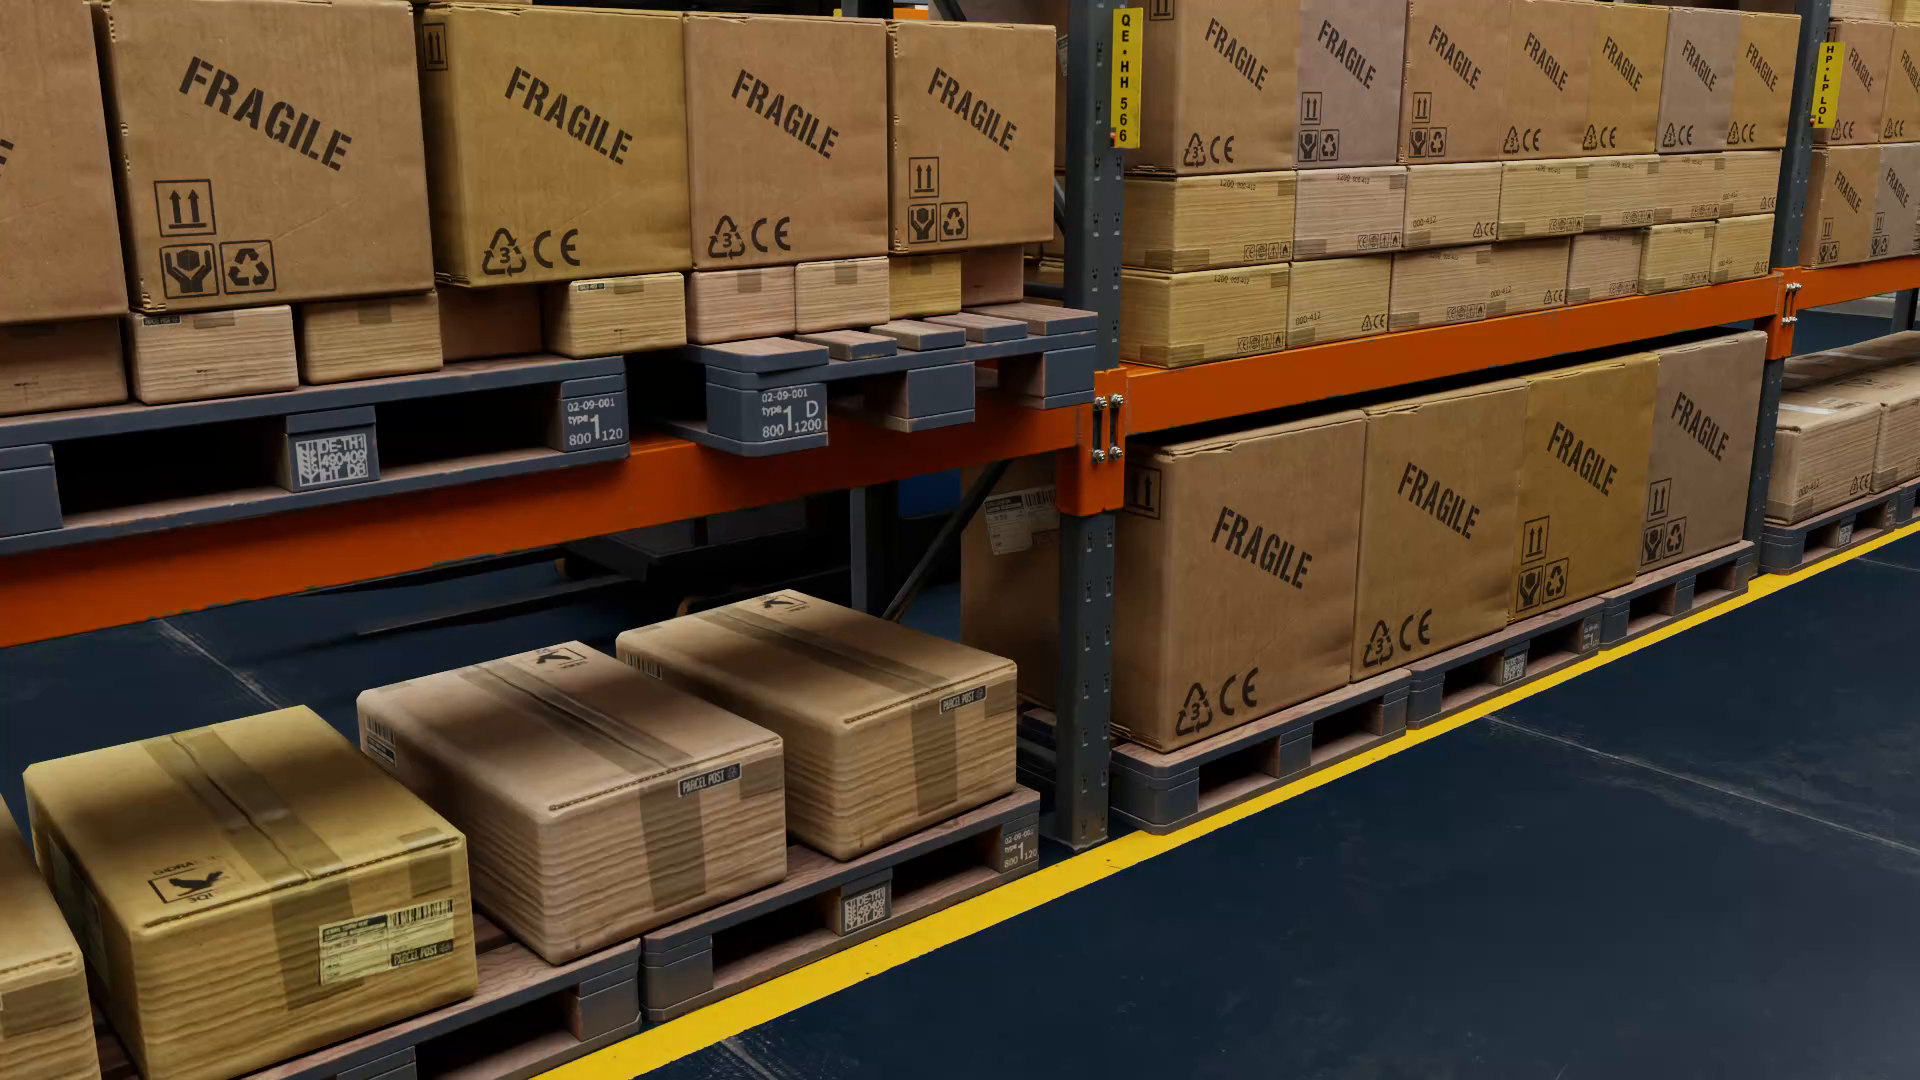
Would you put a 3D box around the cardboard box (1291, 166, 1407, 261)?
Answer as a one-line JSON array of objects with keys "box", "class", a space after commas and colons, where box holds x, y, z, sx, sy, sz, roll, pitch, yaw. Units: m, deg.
[{"box": [0.972, -0.992, 4.975, 0.500, 0.250, 0.500, -12, 19, -38], "class": "cardboard box"}]

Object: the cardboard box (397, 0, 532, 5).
[{"box": [-1.012, -1.074, 3.119, 0.250, 0.149, 0.380, -14, 20, -42], "class": "cardboard box"}]

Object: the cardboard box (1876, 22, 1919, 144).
[{"box": [3.957, -2.025, 7.388, 0.500, 0.500, 0.500, -13, 20, -40], "class": "cardboard box"}]

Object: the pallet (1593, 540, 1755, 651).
[{"box": [2.521, 0.117, 6.904, 1.213, 0.211, 1.003, -13, 19, -39], "class": "pallet"}]

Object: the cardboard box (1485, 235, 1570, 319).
[{"box": [1.716, -0.922, 5.680, 0.500, 0.250, 0.500, -13, 19, -39], "class": "cardboard box"}]

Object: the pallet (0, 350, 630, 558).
[{"box": [-1.430, -0.262, 3.291, 1.213, 0.211, 1.003, -13, 19, -39], "class": "pallet"}]

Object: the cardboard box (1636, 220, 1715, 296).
[{"box": [2.496, -1.092, 6.317, 0.500, 0.250, 0.500, -13, 20, -40], "class": "cardboard box"}]

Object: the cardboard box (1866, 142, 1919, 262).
[{"box": [3.962, -1.537, 7.498, 0.500, 0.500, 0.500, -12, 19, -39], "class": "cardboard box"}]

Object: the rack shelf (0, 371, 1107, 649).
[{"box": [-1.472, -0.012, 3.376, 4.000, 0.370, 1.077, -13, 19, -39], "class": "rack shelf"}]

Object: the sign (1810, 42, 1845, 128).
[{"box": [3.418, -1.793, 6.560, 0.005, 0.325, 0.100, -13, 19, -39], "class": "sign"}]

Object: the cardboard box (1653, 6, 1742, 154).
[{"box": [2.496, -1.694, 6.147, 0.500, 0.500, 0.500, -12, 19, -38], "class": "cardboard box"}]

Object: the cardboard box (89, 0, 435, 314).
[{"box": [-1.299, -0.694, 2.953, 0.500, 0.500, 0.500, -14, 20, -42], "class": "cardboard box"}]

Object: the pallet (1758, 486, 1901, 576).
[{"box": [3.679, -0.142, 7.874, 1.213, 0.211, 1.003, -13, 19, -39], "class": "pallet"}]

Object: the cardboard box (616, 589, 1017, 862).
[{"box": [-0.396, 0.462, 4.485, 0.625, 0.372, 0.950, -14, 21, -43], "class": "cardboard box"}]

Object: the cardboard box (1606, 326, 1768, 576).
[{"box": [2.639, -0.432, 6.857, 0.875, 0.875, 0.875, -12, 19, -38], "class": "cardboard box"}]

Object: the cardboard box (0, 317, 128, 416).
[{"box": [-1.590, -0.315, 2.789, 0.250, 0.149, 0.380, -12, 19, -39], "class": "cardboard box"}]

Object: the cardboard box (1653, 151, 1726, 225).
[{"box": [2.509, -1.337, 6.264, 0.500, 0.250, 0.500, -12, 19, -38], "class": "cardboard box"}]

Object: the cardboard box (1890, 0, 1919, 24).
[{"box": [4.038, -2.352, 7.354, 0.250, 0.149, 0.380, -13, 20, -40], "class": "cardboard box"}]

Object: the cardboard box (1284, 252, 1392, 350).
[{"box": [0.947, -0.750, 5.036, 0.500, 0.250, 0.500, -13, 20, -41], "class": "cardboard box"}]

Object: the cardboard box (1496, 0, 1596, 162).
[{"box": [1.720, -1.521, 5.500, 0.500, 0.500, 0.500, -12, 19, -38], "class": "cardboard box"}]

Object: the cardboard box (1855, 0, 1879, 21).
[{"box": [3.645, -2.270, 7.048, 0.250, 0.149, 0.380, -12, 19, -39], "class": "cardboard box"}]

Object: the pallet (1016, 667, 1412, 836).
[{"box": [0.681, 0.530, 5.357, 1.213, 0.211, 1.003, -13, 19, -39], "class": "pallet"}]

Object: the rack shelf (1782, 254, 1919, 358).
[{"box": [4.563, -1.367, 8.450, 4.000, 0.370, 1.077, -13, 19, -39], "class": "rack shelf"}]

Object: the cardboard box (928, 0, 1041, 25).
[{"box": [0.255, -1.368, 4.928, 0.500, 0.500, 0.500, -13, 20, -41], "class": "cardboard box"}]

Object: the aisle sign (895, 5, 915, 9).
[{"box": [-0.576, -5.309, 16.777, 0.004, 0.787, 0.394, -13, 19, -39], "class": "aisle sign"}]

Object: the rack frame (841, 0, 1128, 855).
[{"box": [0.037, -0.698, 4.552, 0.127, 3.000, 1.000, -13, 19, -39], "class": "rack frame"}]

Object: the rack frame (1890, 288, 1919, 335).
[{"box": [6.072, -2.053, 9.625, 0.127, 3.000, 1.000, -13, 19, -39], "class": "rack frame"}]

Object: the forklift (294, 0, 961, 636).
[{"box": [-1.103, -1.194, 6.541, 3.031, 2.935, 1.130, -12, 19, -38], "class": "forklift"}]

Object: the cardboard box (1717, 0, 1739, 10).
[{"box": [3.348, -2.358, 7.378, 0.250, 0.149, 0.380, -12, 19, -38], "class": "cardboard box"}]

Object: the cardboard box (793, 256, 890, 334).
[{"box": [-0.372, -0.568, 3.735, 0.250, 0.149, 0.380, -13, 20, -40], "class": "cardboard box"}]

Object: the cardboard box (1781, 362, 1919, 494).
[{"box": [4.273, -0.578, 8.253, 0.875, 0.438, 0.875, -13, 20, -41], "class": "cardboard box"}]

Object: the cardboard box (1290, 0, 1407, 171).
[{"box": [0.937, -1.351, 4.866, 0.500, 0.500, 0.500, -13, 19, -39], "class": "cardboard box"}]

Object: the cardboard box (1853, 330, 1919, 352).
[{"box": [5.639, -0.887, 9.410, 0.875, 0.438, 0.875, -14, 20, -41], "class": "cardboard box"}]

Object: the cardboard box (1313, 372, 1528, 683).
[{"box": [1.288, -0.126, 5.712, 0.875, 0.875, 0.875, -12, 19, -39], "class": "cardboard box"}]

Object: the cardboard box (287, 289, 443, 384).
[{"box": [-1.173, -0.401, 3.110, 0.250, 0.149, 0.380, -13, 20, -41], "class": "cardboard box"}]

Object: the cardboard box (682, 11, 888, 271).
[{"box": [-0.507, -0.872, 3.619, 0.500, 0.500, 0.500, -13, 20, -40], "class": "cardboard box"}]

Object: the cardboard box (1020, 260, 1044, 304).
[{"box": [0.248, -0.762, 5.081, 0.500, 0.250, 0.500, -14, 20, -41], "class": "cardboard box"}]

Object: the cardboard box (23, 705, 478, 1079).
[{"box": [-1.523, 0.716, 3.535, 0.625, 0.372, 0.950, -12, 19, -38], "class": "cardboard box"}]

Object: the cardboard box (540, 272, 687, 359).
[{"box": [-0.765, -0.477, 3.397, 0.250, 0.149, 0.380, -12, 19, -38], "class": "cardboard box"}]

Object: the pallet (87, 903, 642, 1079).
[{"box": [-1.474, 0.987, 3.647, 1.213, 0.211, 1.003, -13, 19, -39], "class": "pallet"}]

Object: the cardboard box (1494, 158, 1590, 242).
[{"box": [1.747, -1.158, 5.594, 0.500, 0.250, 0.500, -12, 19, -38], "class": "cardboard box"}]

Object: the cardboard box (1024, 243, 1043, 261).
[{"box": [0.235, -0.999, 4.999, 0.500, 0.250, 0.500, -13, 20, -40], "class": "cardboard box"}]

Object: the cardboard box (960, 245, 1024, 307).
[{"box": [-0.056, -0.678, 4.150, 0.250, 0.149, 0.380, -12, 19, -37], "class": "cardboard box"}]
